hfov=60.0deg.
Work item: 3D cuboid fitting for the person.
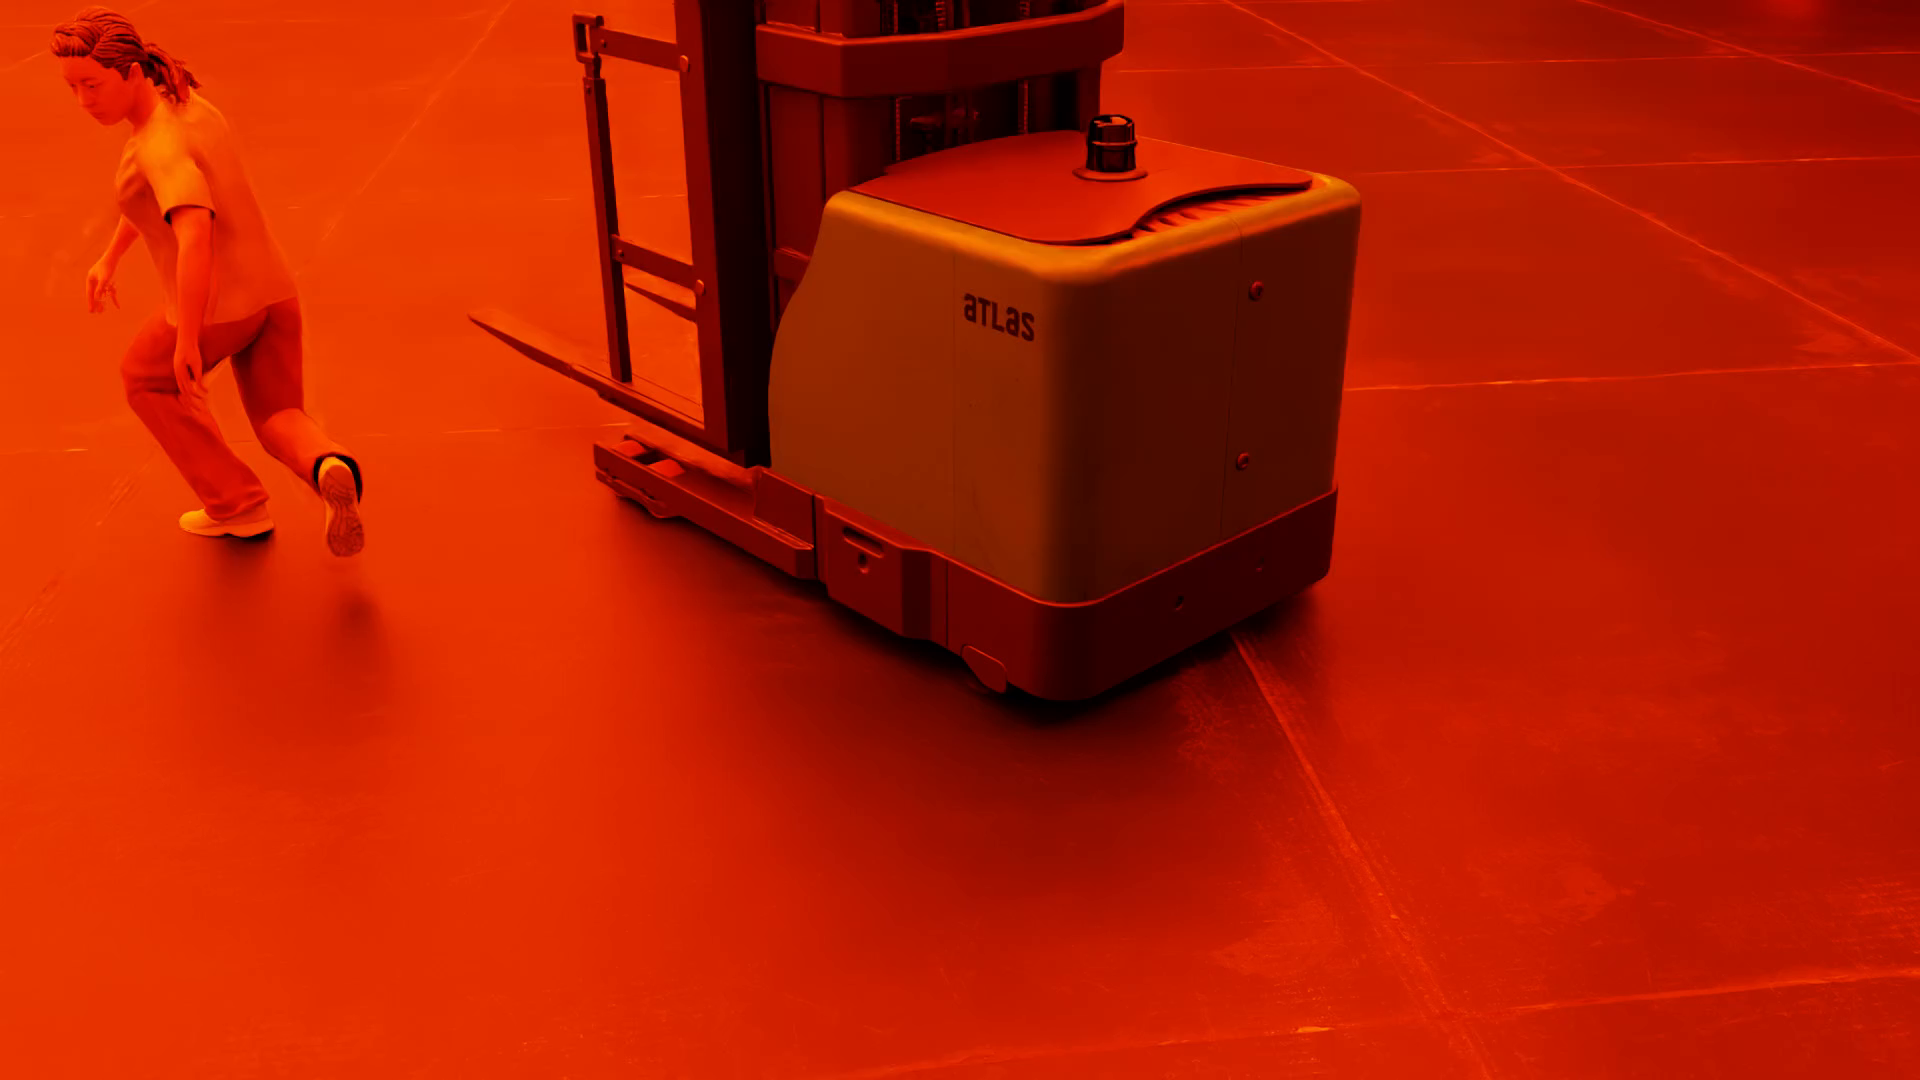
[{"bbox_3d":[-1.933,-0.612,4.254,0.827,1.452,0.557,10,27,19],"label":"person"}]

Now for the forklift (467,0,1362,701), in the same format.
[{"bbox_3d":[-0.417,-1.514,4.371,1.130,2.935,3.031,-22,33,-38],"label":"forklift"}]
